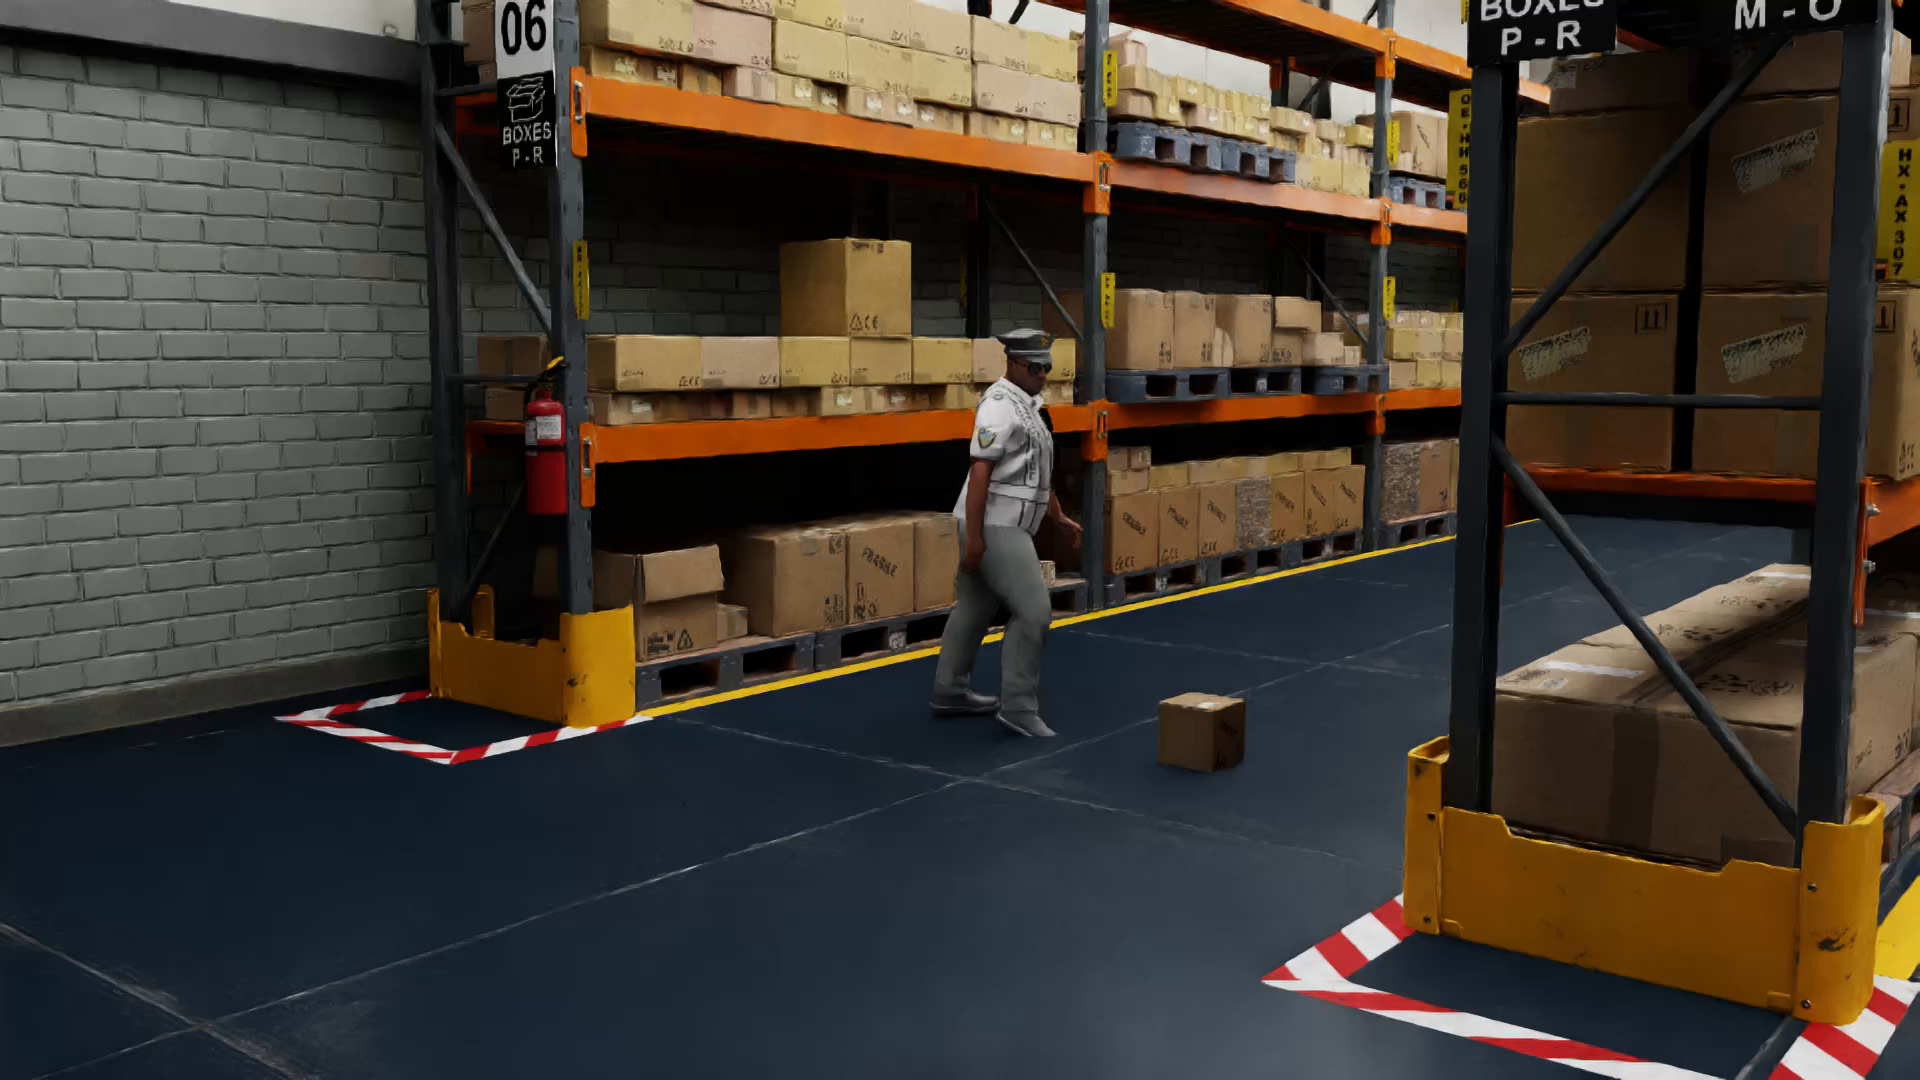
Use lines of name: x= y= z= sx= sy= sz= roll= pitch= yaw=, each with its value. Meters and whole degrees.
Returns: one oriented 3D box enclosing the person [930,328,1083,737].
person: x=0.196 y=-0.014 z=7.211 sx=0.681 sy=1.793 sz=0.583 roll=0 pitch=7 yaw=4
